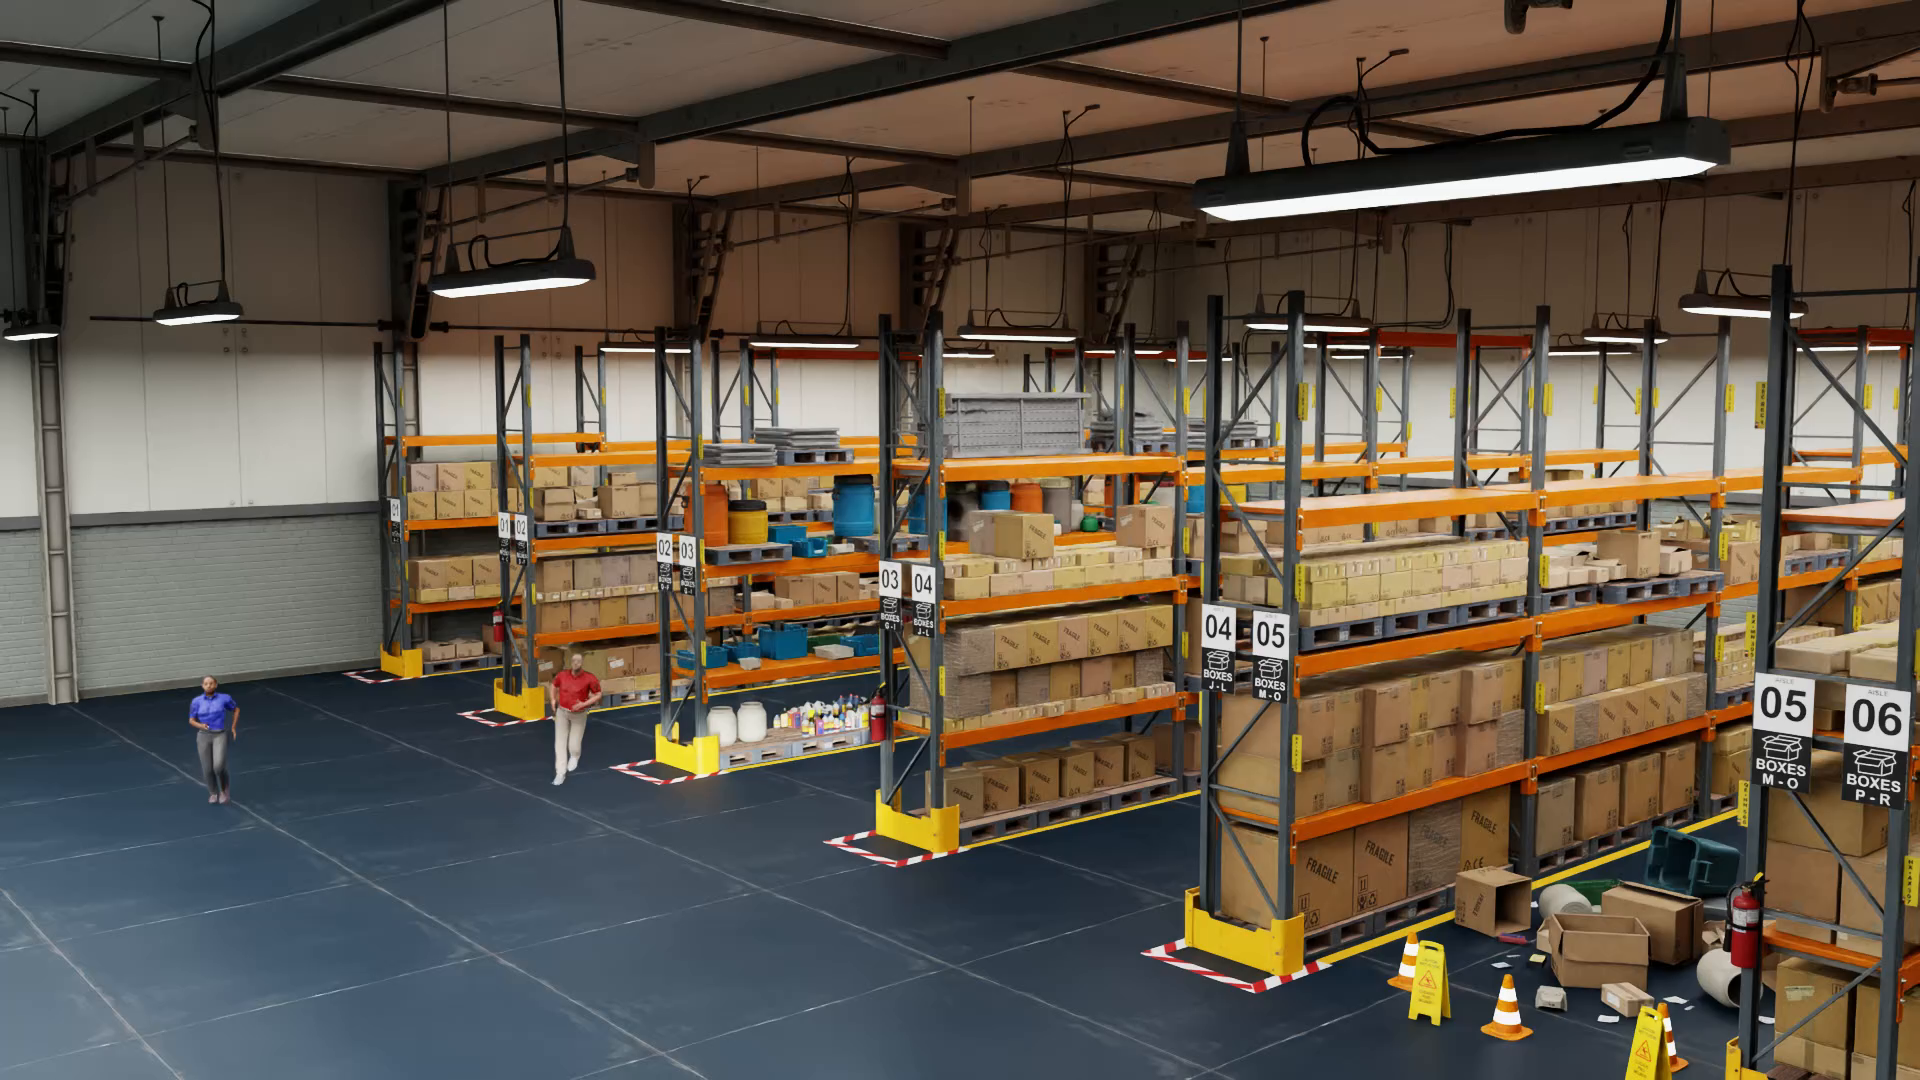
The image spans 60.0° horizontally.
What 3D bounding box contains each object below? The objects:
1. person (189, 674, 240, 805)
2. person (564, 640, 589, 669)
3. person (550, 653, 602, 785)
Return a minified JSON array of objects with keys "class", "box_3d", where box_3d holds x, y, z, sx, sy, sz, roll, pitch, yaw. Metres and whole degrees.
[{"class":"person","box_3d":[-9.215,2.474,20.533,0.549,1.628,0.649,-1,5,-16]},{"class":"person","box_3d":[-6.580,1.691,28.666,0.611,1.681,0.917,5,7,42]},{"class":"person","box_3d":[-5.098,2.338,22.050,0.707,1.701,0.788,0,5,1]}]
